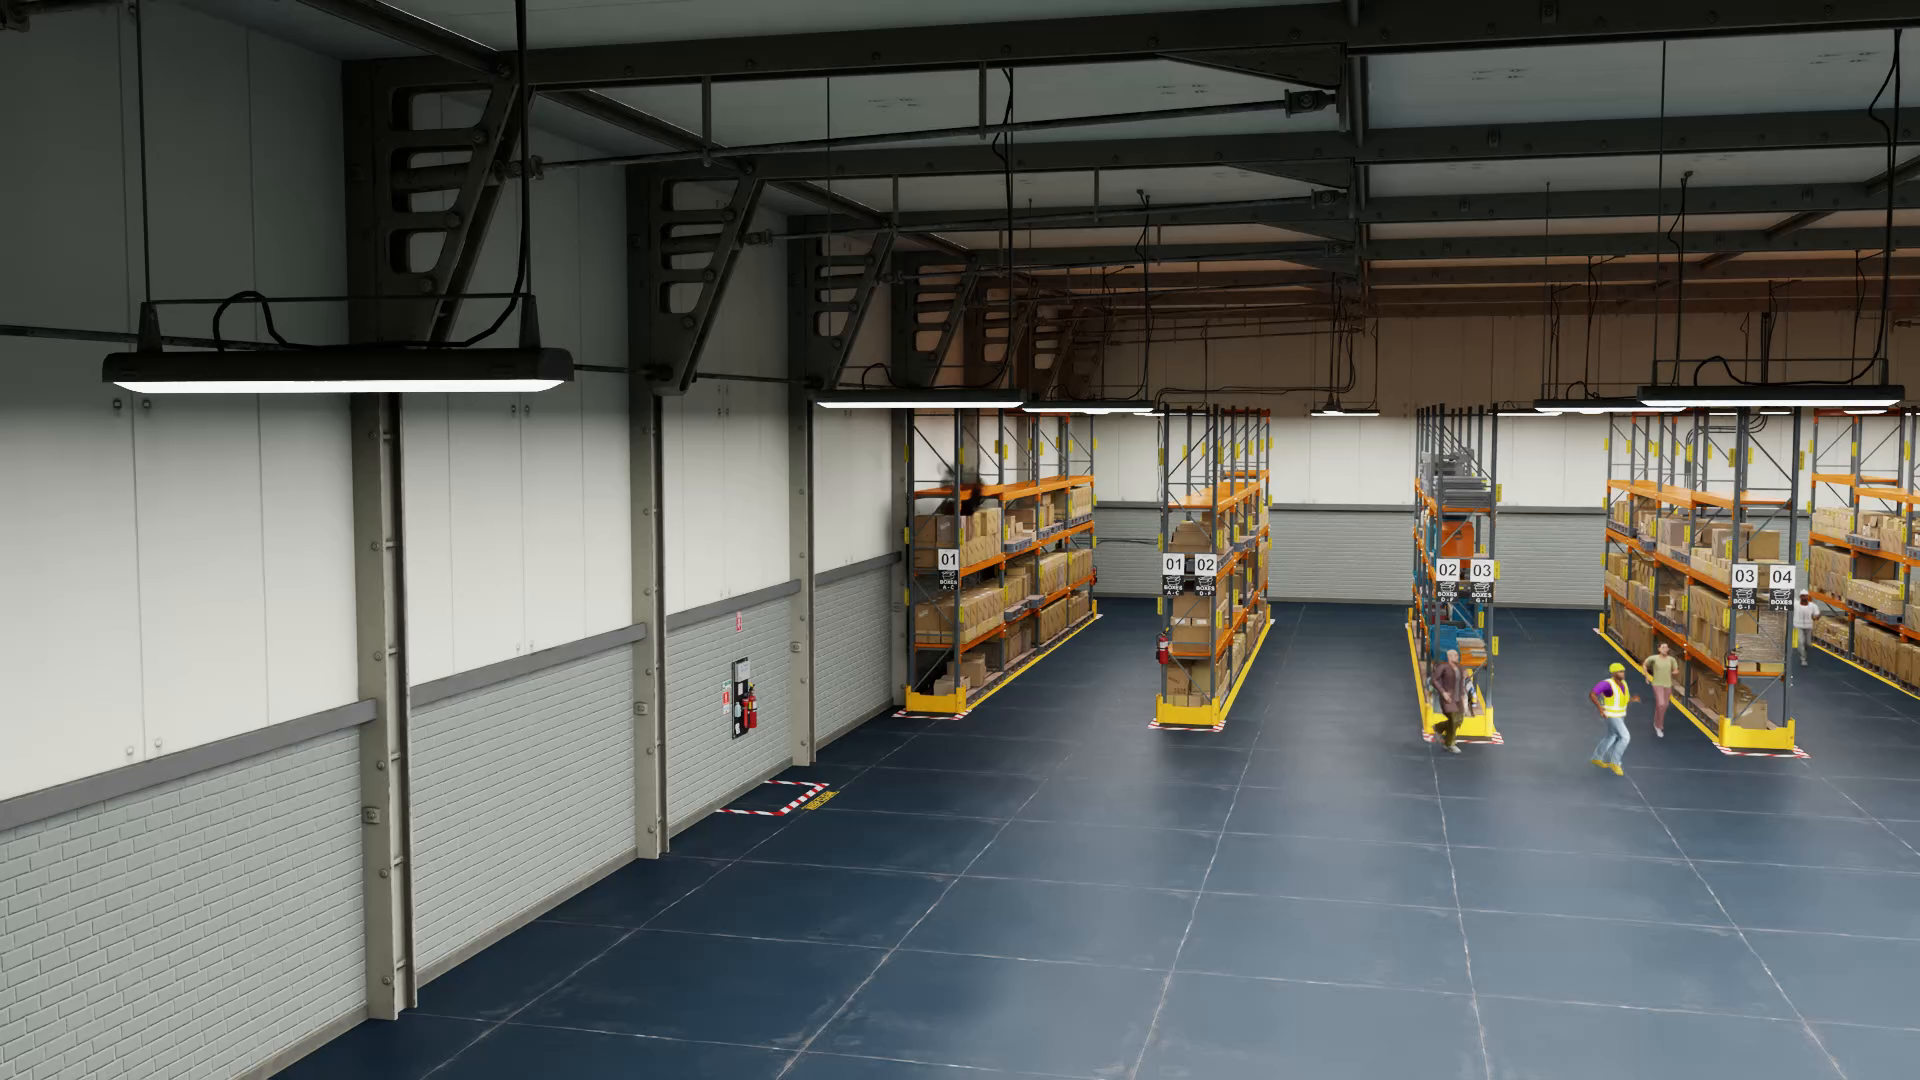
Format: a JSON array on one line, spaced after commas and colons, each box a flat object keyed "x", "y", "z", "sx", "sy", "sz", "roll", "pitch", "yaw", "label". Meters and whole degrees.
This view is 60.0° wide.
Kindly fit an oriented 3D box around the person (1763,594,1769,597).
[{"x": 20.930, "y": 1.657, "z": 43.600, "sx": 0.987, "sy": 1.766, "sz": 0.722, "roll": -3, "pitch": 5, "yaw": -33, "label": "person"}]

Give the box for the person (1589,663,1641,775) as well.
[{"x": 10.633, "y": 2.896, "z": 26.980, "sx": 0.660, "sy": 1.829, "sz": 0.755, "roll": -4, "pitch": 6, "yaw": -43, "label": "person"}]

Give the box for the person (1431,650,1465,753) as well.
[{"x": 8.467, "y": 2.773, "z": 28.809, "sx": 0.742, "sy": 1.757, "sz": 0.662, "roll": -3, "pitch": 5, "yaw": -33, "label": "person"}]

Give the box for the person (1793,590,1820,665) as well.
[{"x": 19.642, "y": 2.027, "z": 38.745, "sx": 0.705, "sy": 1.742, "sz": 0.831, "roll": 1, "pitch": 4, "yaw": 18, "label": "person"}]

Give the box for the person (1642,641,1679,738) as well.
[{"x": 12.730, "y": 2.688, "z": 30.181, "sx": 0.545, "sy": 1.724, "sz": 0.739, "roll": 0, "pitch": 4, "yaw": 0, "label": "person"}]
